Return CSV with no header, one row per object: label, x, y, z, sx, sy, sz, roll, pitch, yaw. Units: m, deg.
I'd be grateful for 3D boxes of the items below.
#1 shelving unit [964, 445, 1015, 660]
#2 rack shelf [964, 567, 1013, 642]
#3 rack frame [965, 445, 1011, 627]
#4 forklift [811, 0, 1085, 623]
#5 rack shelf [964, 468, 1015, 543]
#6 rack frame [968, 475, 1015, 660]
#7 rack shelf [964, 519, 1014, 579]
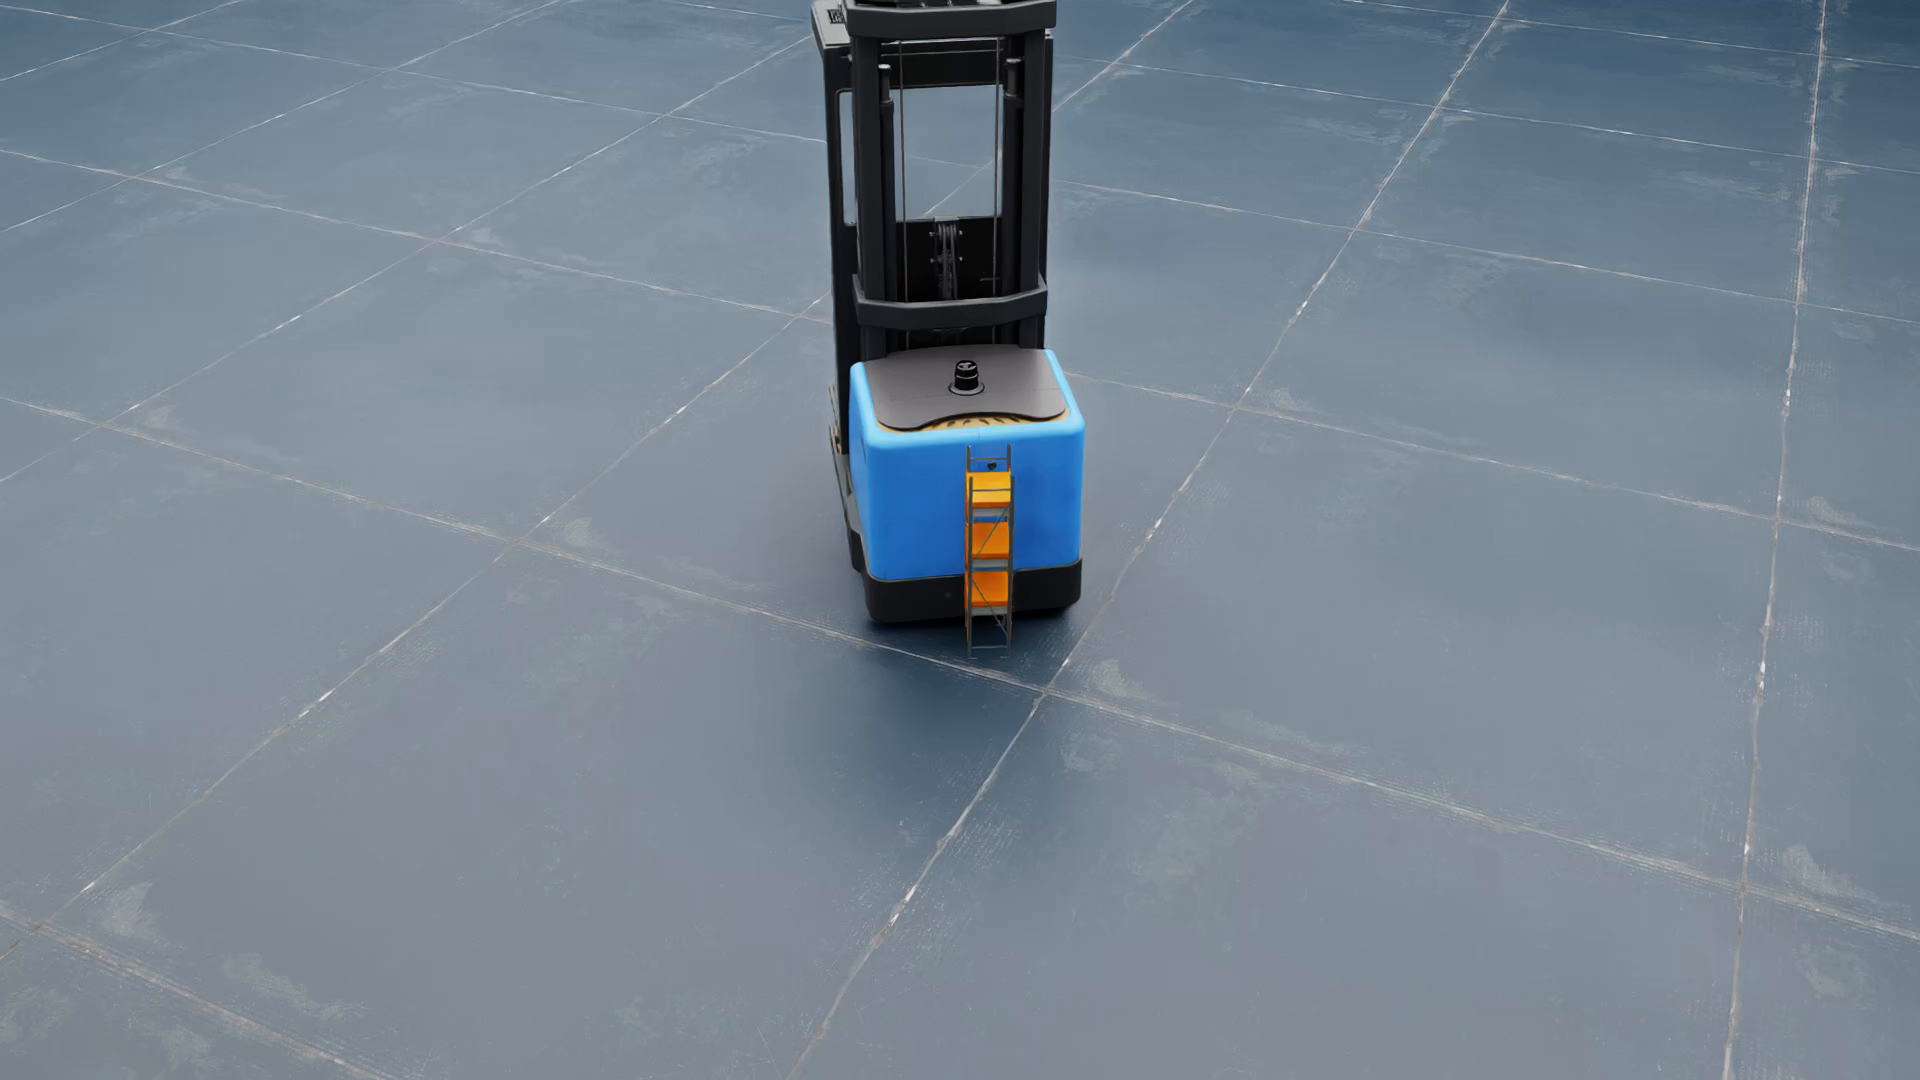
shelving unit,0.132,0.070,7.673,0.215,1.050,0.252,-1,37,-2
rack shelf,0.132,0.301,7.845,0.215,0.259,0.240,-1,37,-2
rack frame,0.127,-0.003,7.770,0.200,1.050,0.008,-1,37,-2
forklift,-0.142,-1.623,8.552,1.130,2.935,3.031,-5,34,-7
rack shelf,0.133,-0.149,7.509,0.215,0.259,0.240,-1,37,-2
rack frame,0.138,0.143,7.575,0.200,1.050,0.008,-1,37,-2
rack shelf,0.132,0.078,7.679,0.215,0.259,0.240,-1,37,-2
